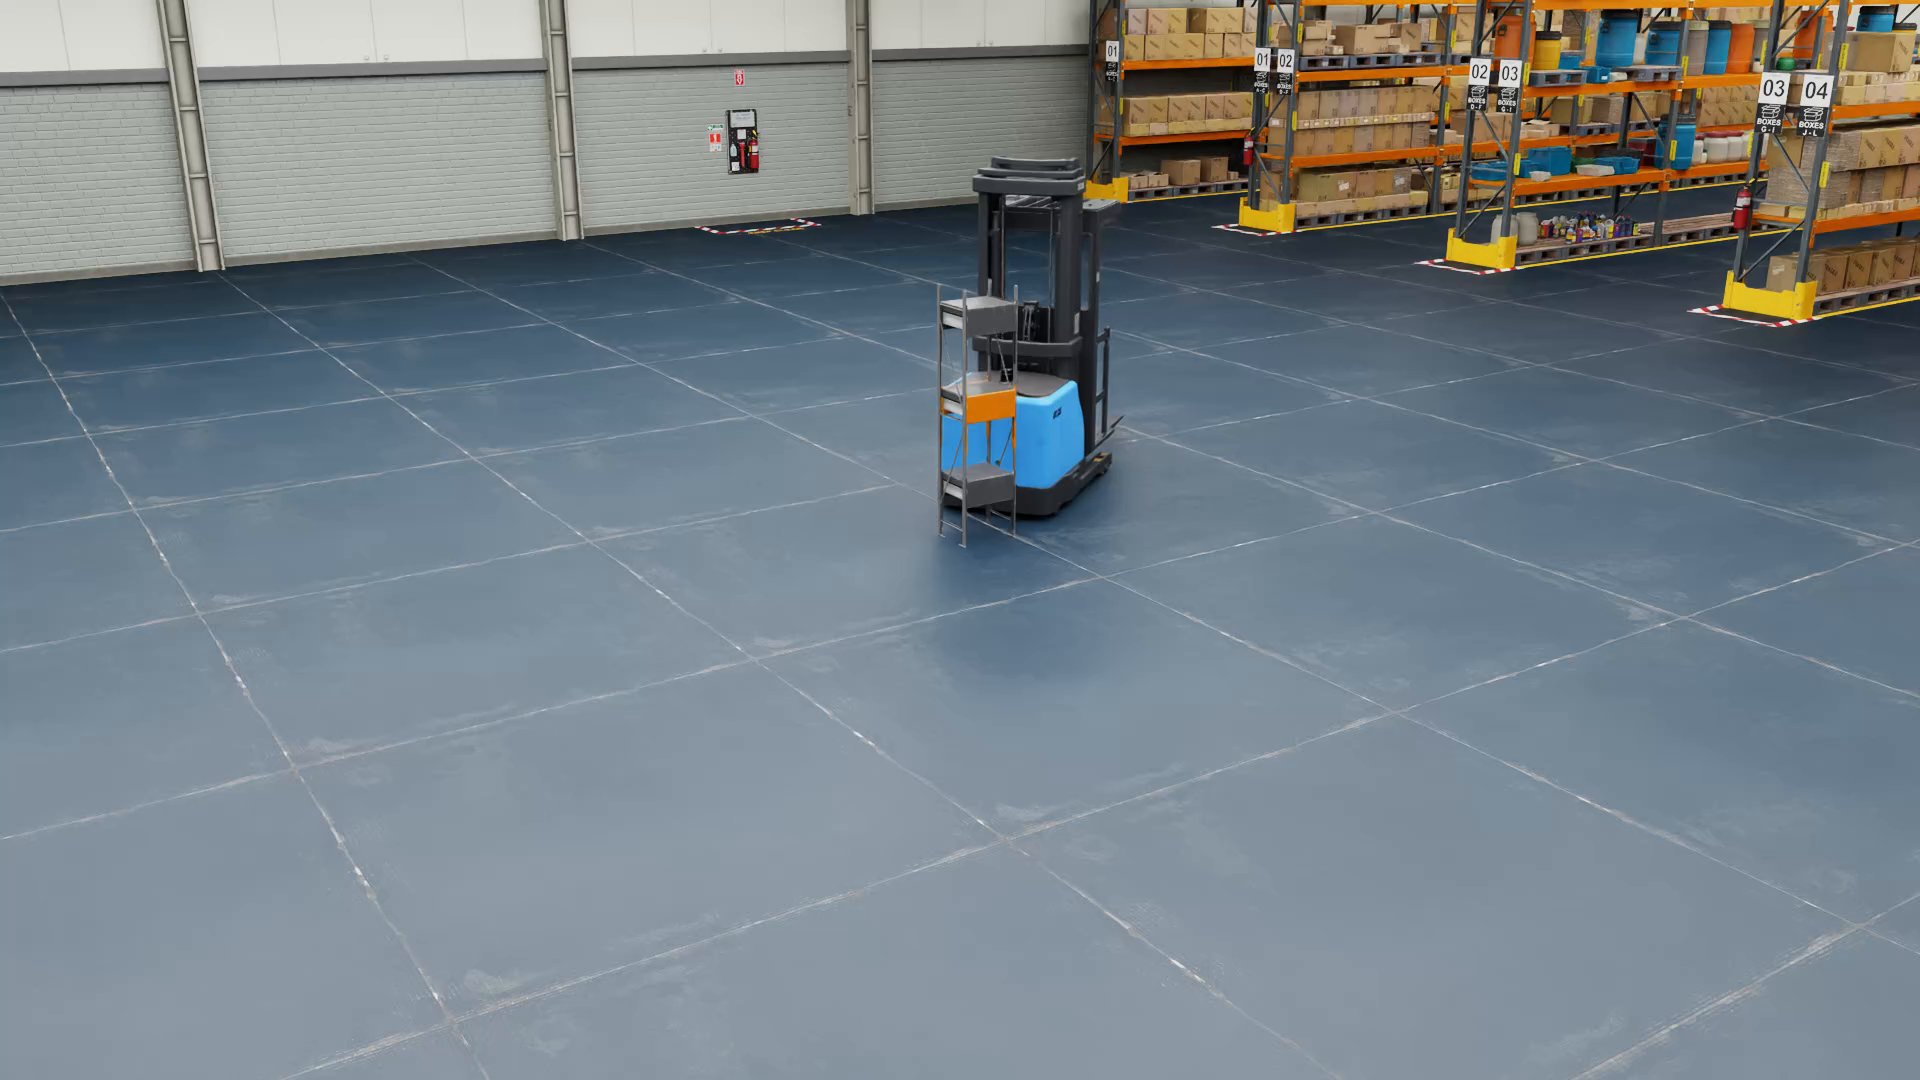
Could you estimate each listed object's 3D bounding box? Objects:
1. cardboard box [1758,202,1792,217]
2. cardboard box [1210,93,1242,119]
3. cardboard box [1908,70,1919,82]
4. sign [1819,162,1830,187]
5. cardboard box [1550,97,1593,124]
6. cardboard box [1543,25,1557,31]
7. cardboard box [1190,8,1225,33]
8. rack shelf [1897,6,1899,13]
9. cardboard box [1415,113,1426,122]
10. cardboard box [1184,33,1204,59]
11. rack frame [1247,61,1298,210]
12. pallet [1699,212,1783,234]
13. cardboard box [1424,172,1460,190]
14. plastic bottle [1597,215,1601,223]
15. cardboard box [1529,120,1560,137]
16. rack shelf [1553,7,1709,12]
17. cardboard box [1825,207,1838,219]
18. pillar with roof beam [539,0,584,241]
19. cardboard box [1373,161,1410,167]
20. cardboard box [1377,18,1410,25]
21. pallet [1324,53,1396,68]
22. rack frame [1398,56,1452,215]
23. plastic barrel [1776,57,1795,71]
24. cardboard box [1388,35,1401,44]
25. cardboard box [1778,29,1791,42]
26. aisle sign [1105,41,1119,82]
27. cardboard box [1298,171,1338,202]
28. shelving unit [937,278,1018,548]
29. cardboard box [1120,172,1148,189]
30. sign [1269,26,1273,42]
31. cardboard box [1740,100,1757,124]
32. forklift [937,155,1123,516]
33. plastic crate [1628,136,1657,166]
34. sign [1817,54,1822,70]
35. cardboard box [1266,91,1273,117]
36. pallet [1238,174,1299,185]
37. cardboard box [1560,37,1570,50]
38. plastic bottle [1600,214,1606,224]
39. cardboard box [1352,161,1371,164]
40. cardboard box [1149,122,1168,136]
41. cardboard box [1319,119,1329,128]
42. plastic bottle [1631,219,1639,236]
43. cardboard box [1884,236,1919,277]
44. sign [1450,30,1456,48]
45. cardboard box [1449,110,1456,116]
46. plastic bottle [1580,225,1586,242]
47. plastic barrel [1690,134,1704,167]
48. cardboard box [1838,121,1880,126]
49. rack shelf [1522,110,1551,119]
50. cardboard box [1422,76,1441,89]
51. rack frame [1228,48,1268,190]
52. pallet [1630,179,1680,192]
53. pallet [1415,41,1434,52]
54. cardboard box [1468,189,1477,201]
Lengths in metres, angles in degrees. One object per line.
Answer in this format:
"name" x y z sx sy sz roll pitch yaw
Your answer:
"cardboard box" 11.272 -4.563 22.951 0.250 0.149 0.380 -12 22 -31
"cardboard box" 5.677 -9.294 35.585 0.500 0.500 0.500 -12 22 -32
"cardboard box" 13.004 -6.428 23.004 0.250 0.149 0.380 -13 23 -33
"sign" 11.446 -4.842 22.031 0.005 0.325 0.100 -12 22 -31
"cardboard box" 12.847 -9.024 34.941 0.700 0.500 0.500 14 23 35
"cardboard box" 14.152 -12.399 40.474 0.500 0.250 0.500 -12 22 -33
"cardboard box" 5.163 -10.853 34.731 0.500 0.500 0.500 -13 23 -33
"rack shelf" 20.116 -10.679 33.030 4.000 0.370 1.077 -12 22 -31
"cardboard box" 8.726 -8.138 31.965 0.250 0.149 0.380 -12 22 -33
"cardboard box" 4.727 -10.299 34.654 0.500 0.500 0.500 -10 21 -28
"rack frame" 5.702 -7.227 30.439 0.127 3.000 1.000 -12 22 -31
"pallet" 14.436 -5.864 30.760 1.213 0.211 1.003 -12 22 -31
"cardboard box" 9.525 -7.100 32.824 0.500 0.311 0.500 -12 22 -31
"plastic bottle" 11.061 -5.496 28.873 0.133 0.283 0.061 -12 22 -31
"cardboard box" 12.056 -8.542 34.466 0.500 0.311 0.500 -10 21 -28
"rack shelf" 14.054 -11.300 34.867 4.000 0.370 1.077 -12 22 -31
"cardboard box" 11.736 -4.483 22.714 0.250 0.149 0.380 -12 22 -31
"pillar with roof beam" -4.571 -8.483 24.786 0.400 9.000 9.100 -12 22 -31
"cardboard box" 8.483 -7.185 32.782 0.500 0.500 0.500 -12 22 -31
"cardboard box" 10.022 -11.737 38.251 0.500 0.500 0.700 -14 23 -36
"pallet" 7.327 -8.940 30.960 1.213 0.211 1.003 -12 22 -31
"rack frame" 9.043 -7.932 32.523 0.127 3.000 1.000 -12 22 -31
"plastic barrel" 14.926 -8.601 30.061 0.294 0.245 0.294 0 19 0
"cardboard box" 8.026 -9.462 31.632 0.500 0.311 0.500 -13 23 -34
"cardboard box" 18.359 -11.385 37.508 0.500 0.250 0.500 -12 22 -31
"aisle sign" 3.079 -9.690 33.665 0.004 0.787 0.394 -12 22 -31
"cardboard box" 6.689 -6.602 31.057 0.500 0.500 0.500 -12 22 -31
"shelving unit" 0.138 -1.024 13.495 0.503 2.100 0.431 -12 22 -31
"cardboard box" 3.602 -7.584 35.006 0.500 0.311 0.500 -15 24 -37
"sign" 6.620 -10.778 35.452 0.005 0.325 0.100 -12 22 -31
"cardboard box" 17.569 -9.674 37.519 0.500 0.500 0.500 -12 22 -32
"forklift" 0.796 -2.030 15.173 1.130 2.935 3.031 7 20 20
"plastic crate" 12.000 -6.804 29.086 0.583 0.464 0.402 -12 22 -31
"sign" 15.413 -8.536 29.791 0.005 0.325 0.100 -12 22 -31
"cardboard box" 6.759 -9.592 36.592 0.500 0.500 0.700 -12 22 -31
"pallet" 6.965 -8.073 37.294 1.213 0.211 1.003 -12 22 -31
"cardboard box" 12.035 -10.090 33.802 0.500 0.250 0.500 -14 23 -35
"plastic bottle" 11.257 -5.583 29.149 0.097 0.271 0.097 0 19 0
"cardboard box" 9.083 -8.844 38.438 0.500 0.500 0.700 -12 22 -31
"cardboard box" 3.982 -8.586 34.662 0.500 0.250 0.500 -13 22 -33
"cardboard box" 6.576 -7.684 30.621 0.250 0.149 0.380 -12 22 -31
"plastic bottle" 11.543 -5.355 28.455 0.133 0.283 0.061 -11 21 -29
"cardboard box" 14.132 -4.236 24.839 0.500 0.500 0.500 -13 22 -33
"sign" 9.349 -9.487 31.509 0.005 0.325 0.100 -12 22 -31
"cardboard box" 11.557 -10.165 39.489 0.250 0.149 0.380 -11 22 -30
"plastic bottle" 10.395 -5.114 27.761 0.097 0.271 0.097 0 19 0
"plastic barrel" 12.683 -6.780 28.905 0.433 0.535 0.433 0 19 0
"cardboard box" 12.726 -5.665 23.635 0.500 0.500 0.500 -12 22 -31
"rack shelf" 14.667 -10.677 41.765 4.000 0.370 1.077 -12 22 -31
"cardboard box" 11.041 -10.709 38.914 0.500 0.250 0.500 -12 22 -31
"rack frame" 6.315 -9.256 36.440 0.127 3.000 1.000 -12 22 -31
"pallet" 15.066 -7.866 36.684 1.213 0.211 1.003 -12 22 -31
"pallet" 10.164 -11.420 38.451 1.003 0.211 1.213 -11 21 -29
"cardboard box" 9.943 -6.923 33.175 0.500 0.250 0.500 -11 22 -30
